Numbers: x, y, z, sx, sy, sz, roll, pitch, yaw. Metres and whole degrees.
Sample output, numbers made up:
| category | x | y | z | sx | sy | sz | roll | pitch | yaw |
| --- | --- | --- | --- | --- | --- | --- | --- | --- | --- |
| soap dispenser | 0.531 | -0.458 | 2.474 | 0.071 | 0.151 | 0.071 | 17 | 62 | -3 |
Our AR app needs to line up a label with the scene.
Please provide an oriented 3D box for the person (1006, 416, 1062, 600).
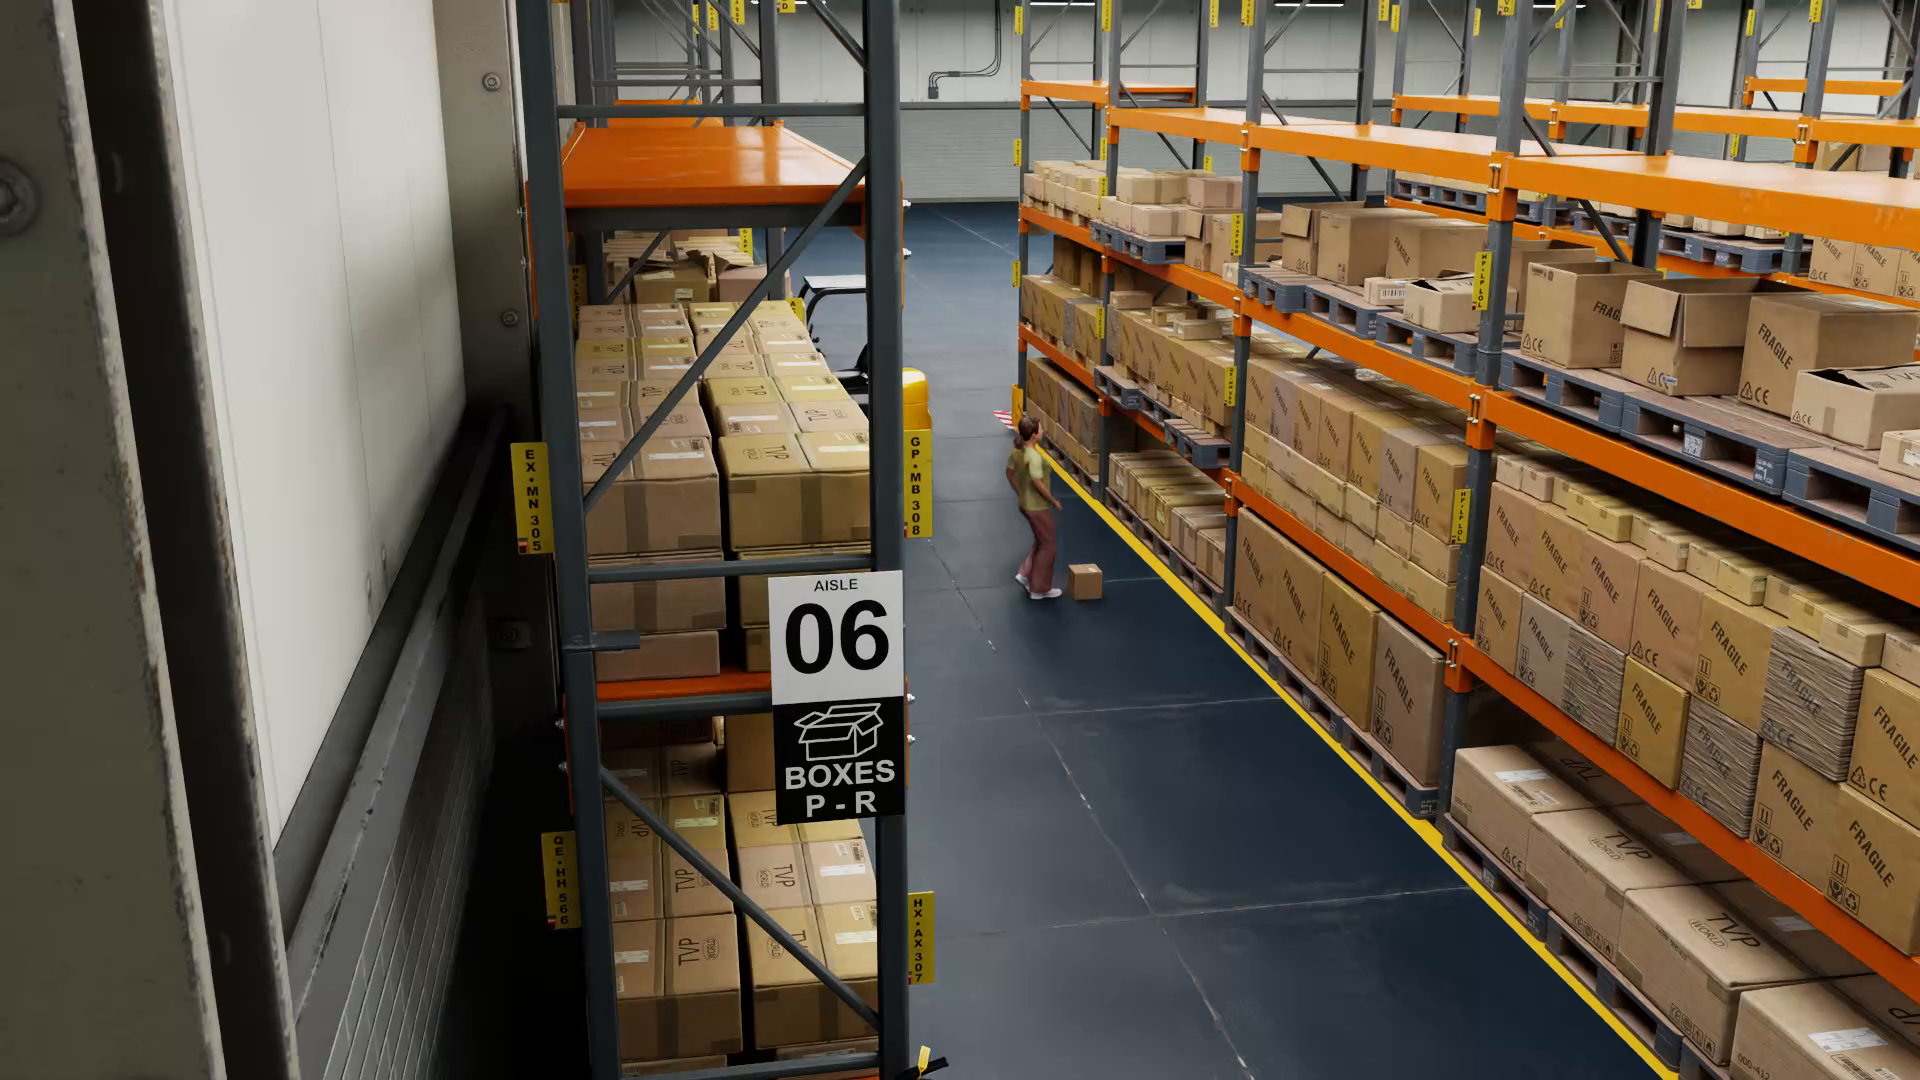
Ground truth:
| category | x | y | z | sx | sy | sz | roll | pitch | yaw |
| --- | --- | --- | --- | --- | --- | --- | --- | --- | --- |
| person | 0.673 | -0.263 | 14.534 | 0.484 | 1.695 | 0.555 | -6 | 17 | -19 |
